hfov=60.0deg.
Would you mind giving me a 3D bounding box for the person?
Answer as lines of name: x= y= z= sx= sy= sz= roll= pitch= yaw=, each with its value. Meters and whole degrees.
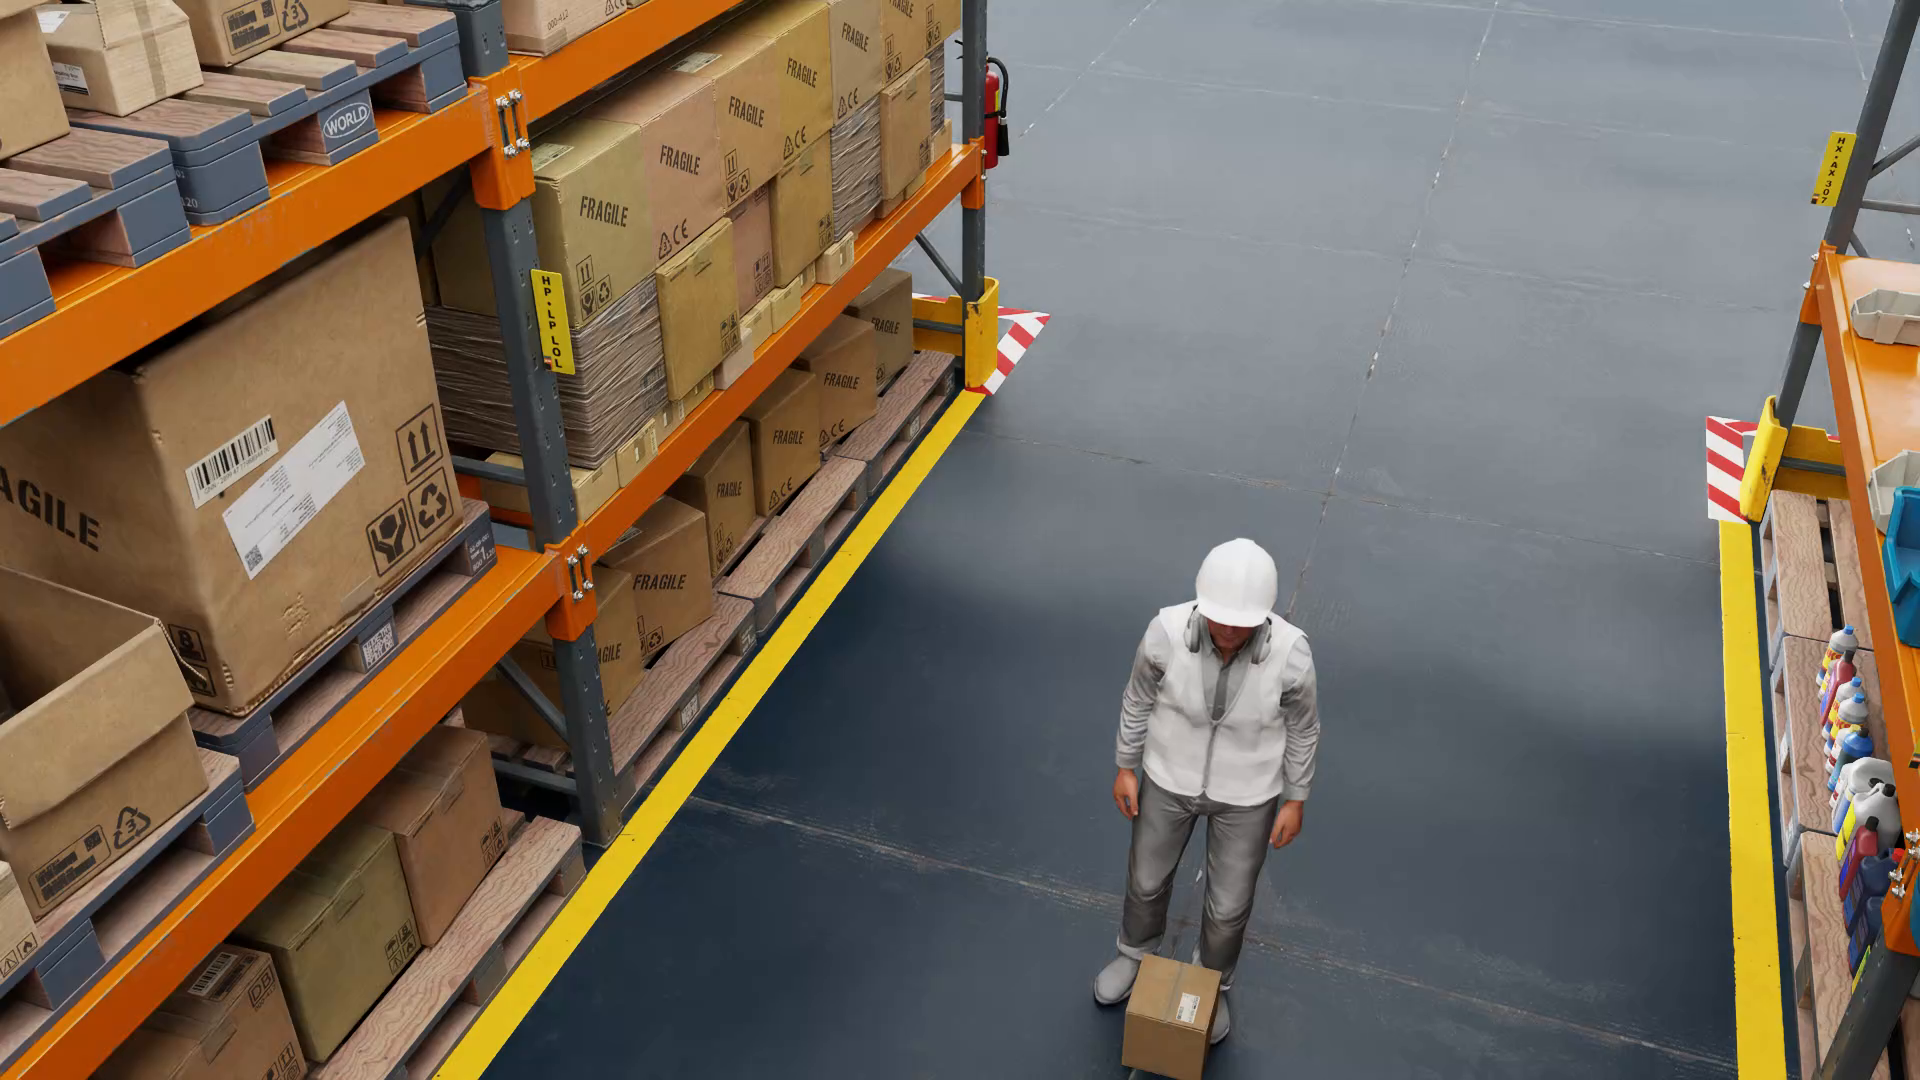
person: x=0.751 y=0.729 z=4.992 sx=0.593 sy=1.773 sz=0.467 roll=9 pitch=34 yaw=14
